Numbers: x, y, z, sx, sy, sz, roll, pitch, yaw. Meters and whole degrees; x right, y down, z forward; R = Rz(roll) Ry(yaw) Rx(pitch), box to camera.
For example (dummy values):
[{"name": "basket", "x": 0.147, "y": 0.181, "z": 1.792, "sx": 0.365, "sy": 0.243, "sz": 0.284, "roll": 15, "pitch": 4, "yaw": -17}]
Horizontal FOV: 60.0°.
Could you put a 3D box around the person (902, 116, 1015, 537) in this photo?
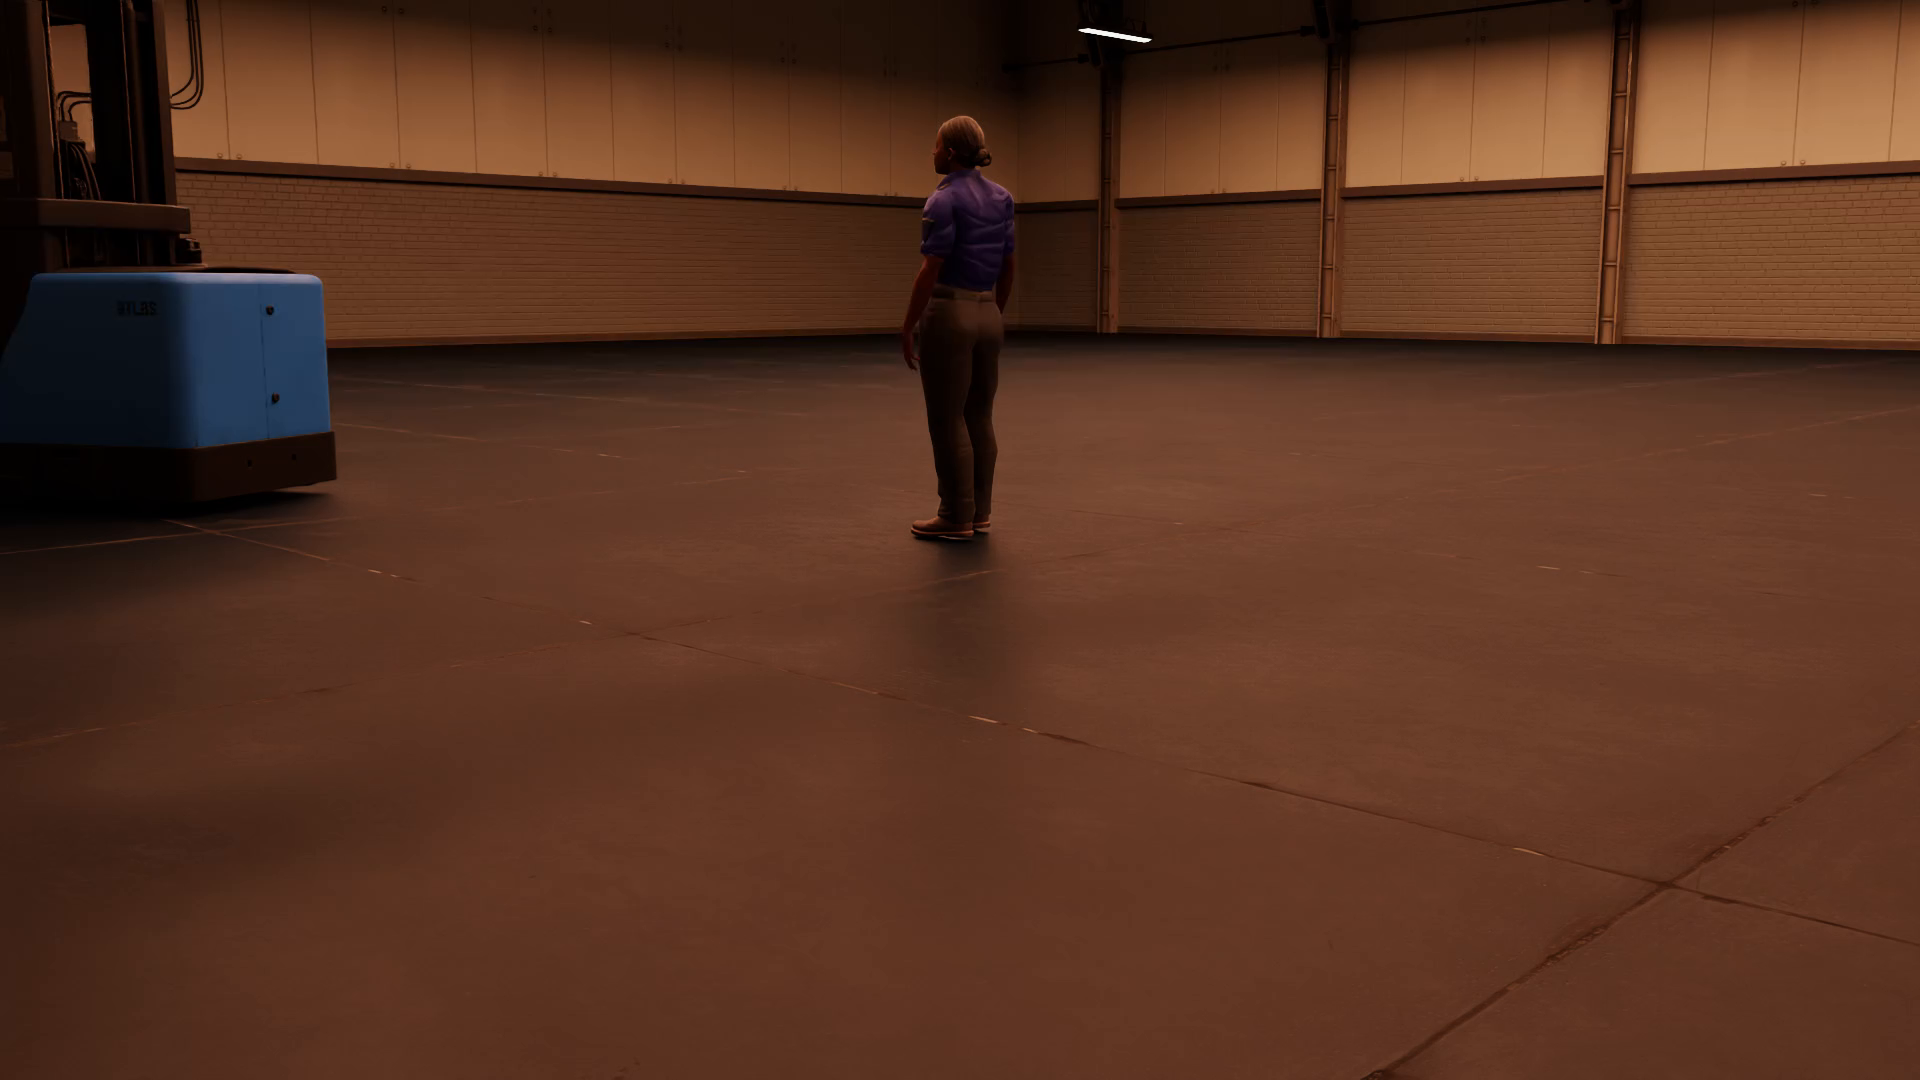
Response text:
[{"name": "person", "x": -0.049, "y": -0.831, "z": 6.669, "sx": 0.503, "sy": 1.644, "sz": 0.569, "roll": 8, "pitch": 12, "yaw": 43}]

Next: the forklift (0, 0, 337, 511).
[{"name": "forklift", "x": -4.657, "y": -1.679, "z": 8.023, "sx": 3.031, "sy": 2.935, "sz": 1.130, "roll": 3, "pitch": 9, "yaw": 17}]
